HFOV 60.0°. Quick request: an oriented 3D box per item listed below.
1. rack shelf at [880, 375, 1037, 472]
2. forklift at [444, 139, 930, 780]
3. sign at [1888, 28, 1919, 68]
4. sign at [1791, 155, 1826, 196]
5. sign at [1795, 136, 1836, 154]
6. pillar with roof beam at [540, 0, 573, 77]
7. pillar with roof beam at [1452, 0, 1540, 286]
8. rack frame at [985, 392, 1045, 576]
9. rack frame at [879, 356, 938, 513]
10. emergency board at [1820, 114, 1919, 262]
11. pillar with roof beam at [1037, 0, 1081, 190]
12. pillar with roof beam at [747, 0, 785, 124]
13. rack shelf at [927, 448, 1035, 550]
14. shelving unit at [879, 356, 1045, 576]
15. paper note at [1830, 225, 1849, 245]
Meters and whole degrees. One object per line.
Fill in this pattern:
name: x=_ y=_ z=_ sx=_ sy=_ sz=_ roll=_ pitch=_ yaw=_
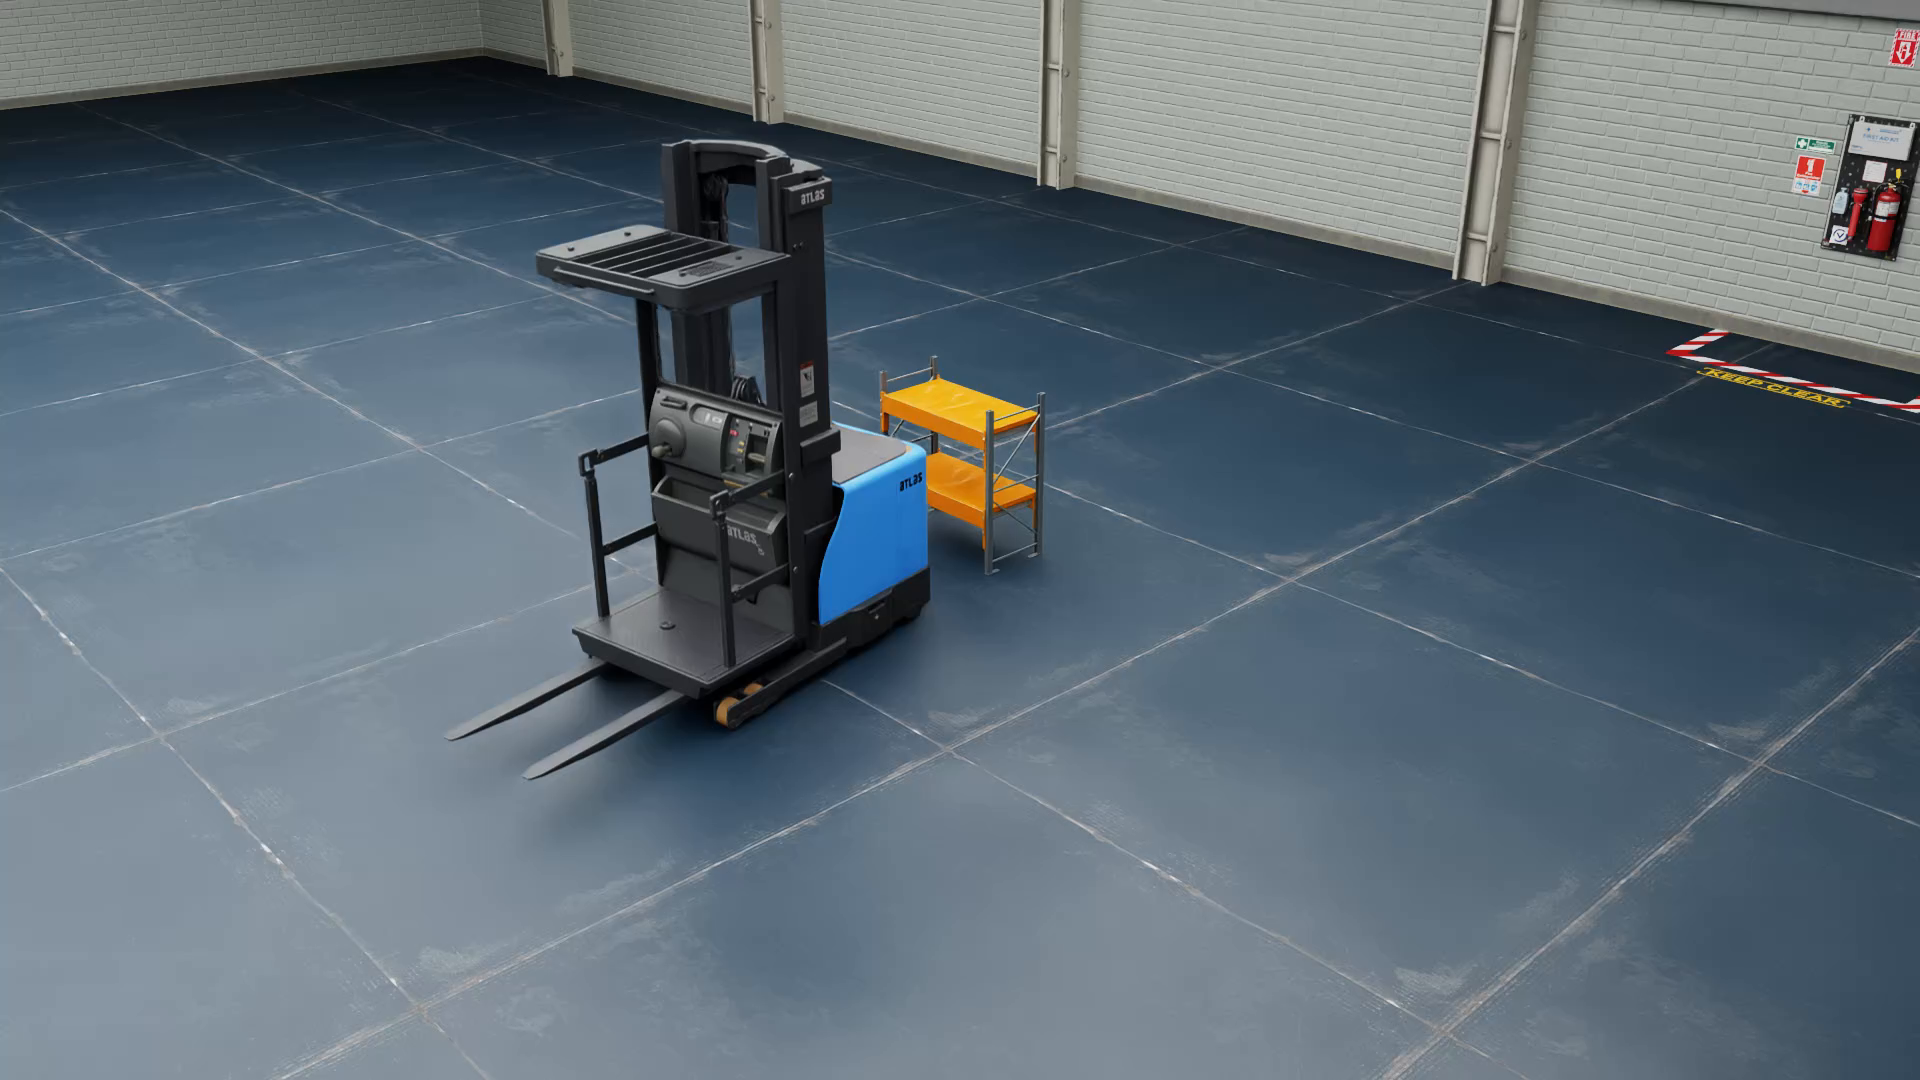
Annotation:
rack shelf: x=0.005 y=-0.776 z=10.891 sx=0.538 sy=0.278 sz=1.000 roll=-21 pitch=32 yaw=-38
forklift: x=-1.468 y=-0.543 z=8.908 sx=1.130 sy=2.935 sz=3.031 roll=17 pitch=30 yaw=33
sign: x=7.830 y=-4.077 z=13.780 sx=0.001 sy=0.298 sz=0.199 roll=-21 pitch=32 yaw=-38
sign: x=7.460 y=-3.205 z=14.618 sx=0.001 sy=0.329 sz=0.234 roll=-21 pitch=32 yaw=-38
sign: x=7.457 y=-3.442 z=14.499 sx=0.001 sy=0.109 sz=0.331 roll=-21 pitch=32 yaw=-38
pillar with roof beam: x=-10.122 y=-11.012 z=24.546 sx=9.100 sy=9.000 sz=0.400 roll=-21 pitch=32 yaw=-38
pillar with roof beam: x=2.181 y=-5.558 z=12.592 sx=9.100 sy=9.000 sz=0.400 roll=-21 pitch=32 yaw=-38
rack frame: x=0.352 y=-0.356 z=10.674 sx=0.500 sy=1.125 sz=0.032 roll=-21 pitch=32 yaw=-38
rack frame: x=-0.343 y=-0.664 z=11.350 sx=0.500 sy=1.125 sz=0.032 roll=-21 pitch=32 yaw=-38
emergency board: x=7.763 y=-2.992 z=14.194 sx=0.194 sy=1.169 sz=0.643 roll=-21 pitch=32 yaw=-38
pillar with roof beam: x=-1.920 y=-7.376 z=16.576 sx=9.100 sy=9.000 sz=0.400 roll=-21 pitch=32 yaw=-38
pillar with roof beam: x=-6.021 y=-9.194 z=20.561 sx=9.100 sy=9.000 sz=0.400 roll=-21 pitch=32 yaw=-38
rack shelf: x=0.005 y=-0.287 z=11.114 sx=0.538 sy=0.278 sz=1.000 roll=-21 pitch=32 yaw=-38
shelving unit: x=0.005 y=-0.510 z=11.012 sx=0.538 sy=1.125 sz=1.048 roll=-21 pitch=32 yaw=-38
paper note: x=7.692 y=-2.664 z=14.537 sx=0.016 sy=0.148 sz=0.142 roll=-21 pitch=32 yaw=-38
